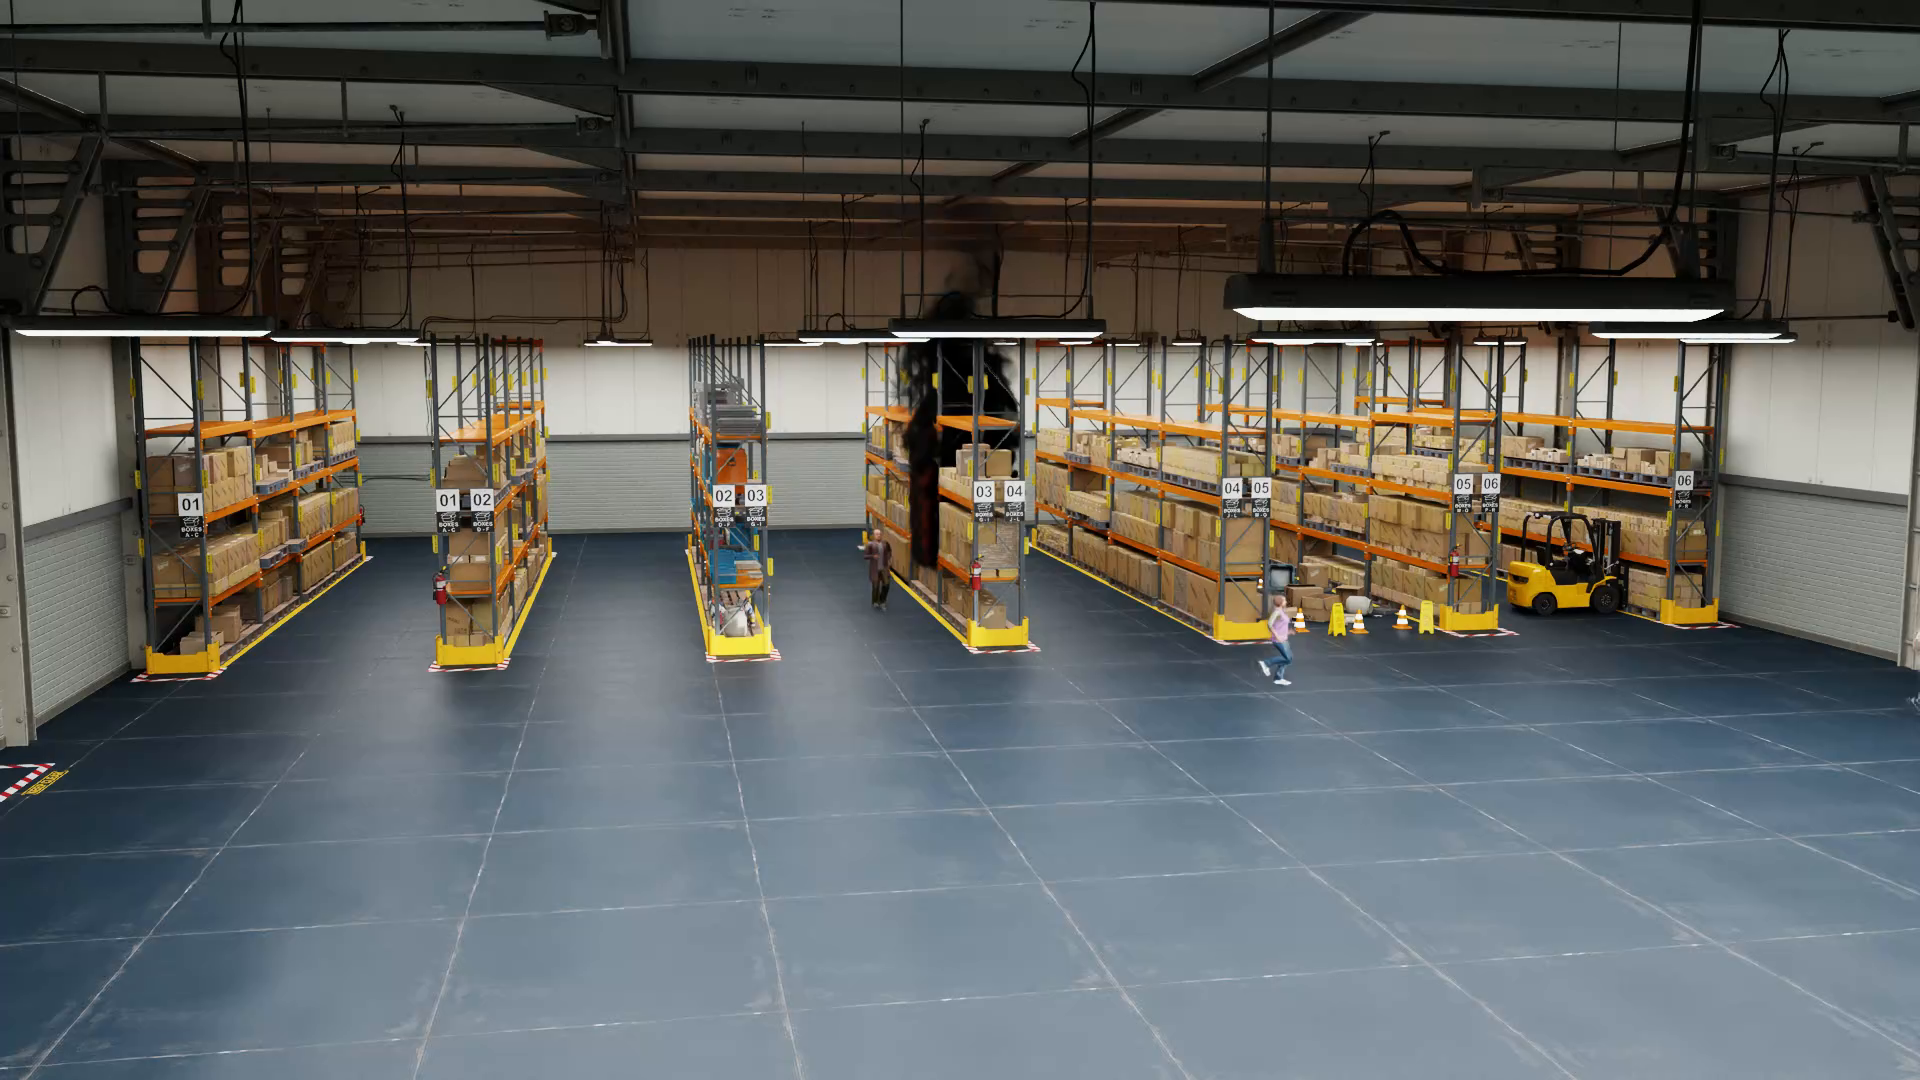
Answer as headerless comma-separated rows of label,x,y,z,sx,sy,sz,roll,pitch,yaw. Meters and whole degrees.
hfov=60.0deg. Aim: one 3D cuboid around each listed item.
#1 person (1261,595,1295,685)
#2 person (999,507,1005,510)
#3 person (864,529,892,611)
person,5.442,1.702,28.437,0.551,1.547,0.543,2,7,21
person,1.024,-0.536,47.632,0.629,1.621,0.489,-1,7,-10
person,-1.771,0.674,36.502,0.684,1.814,0.754,-2,7,-17
